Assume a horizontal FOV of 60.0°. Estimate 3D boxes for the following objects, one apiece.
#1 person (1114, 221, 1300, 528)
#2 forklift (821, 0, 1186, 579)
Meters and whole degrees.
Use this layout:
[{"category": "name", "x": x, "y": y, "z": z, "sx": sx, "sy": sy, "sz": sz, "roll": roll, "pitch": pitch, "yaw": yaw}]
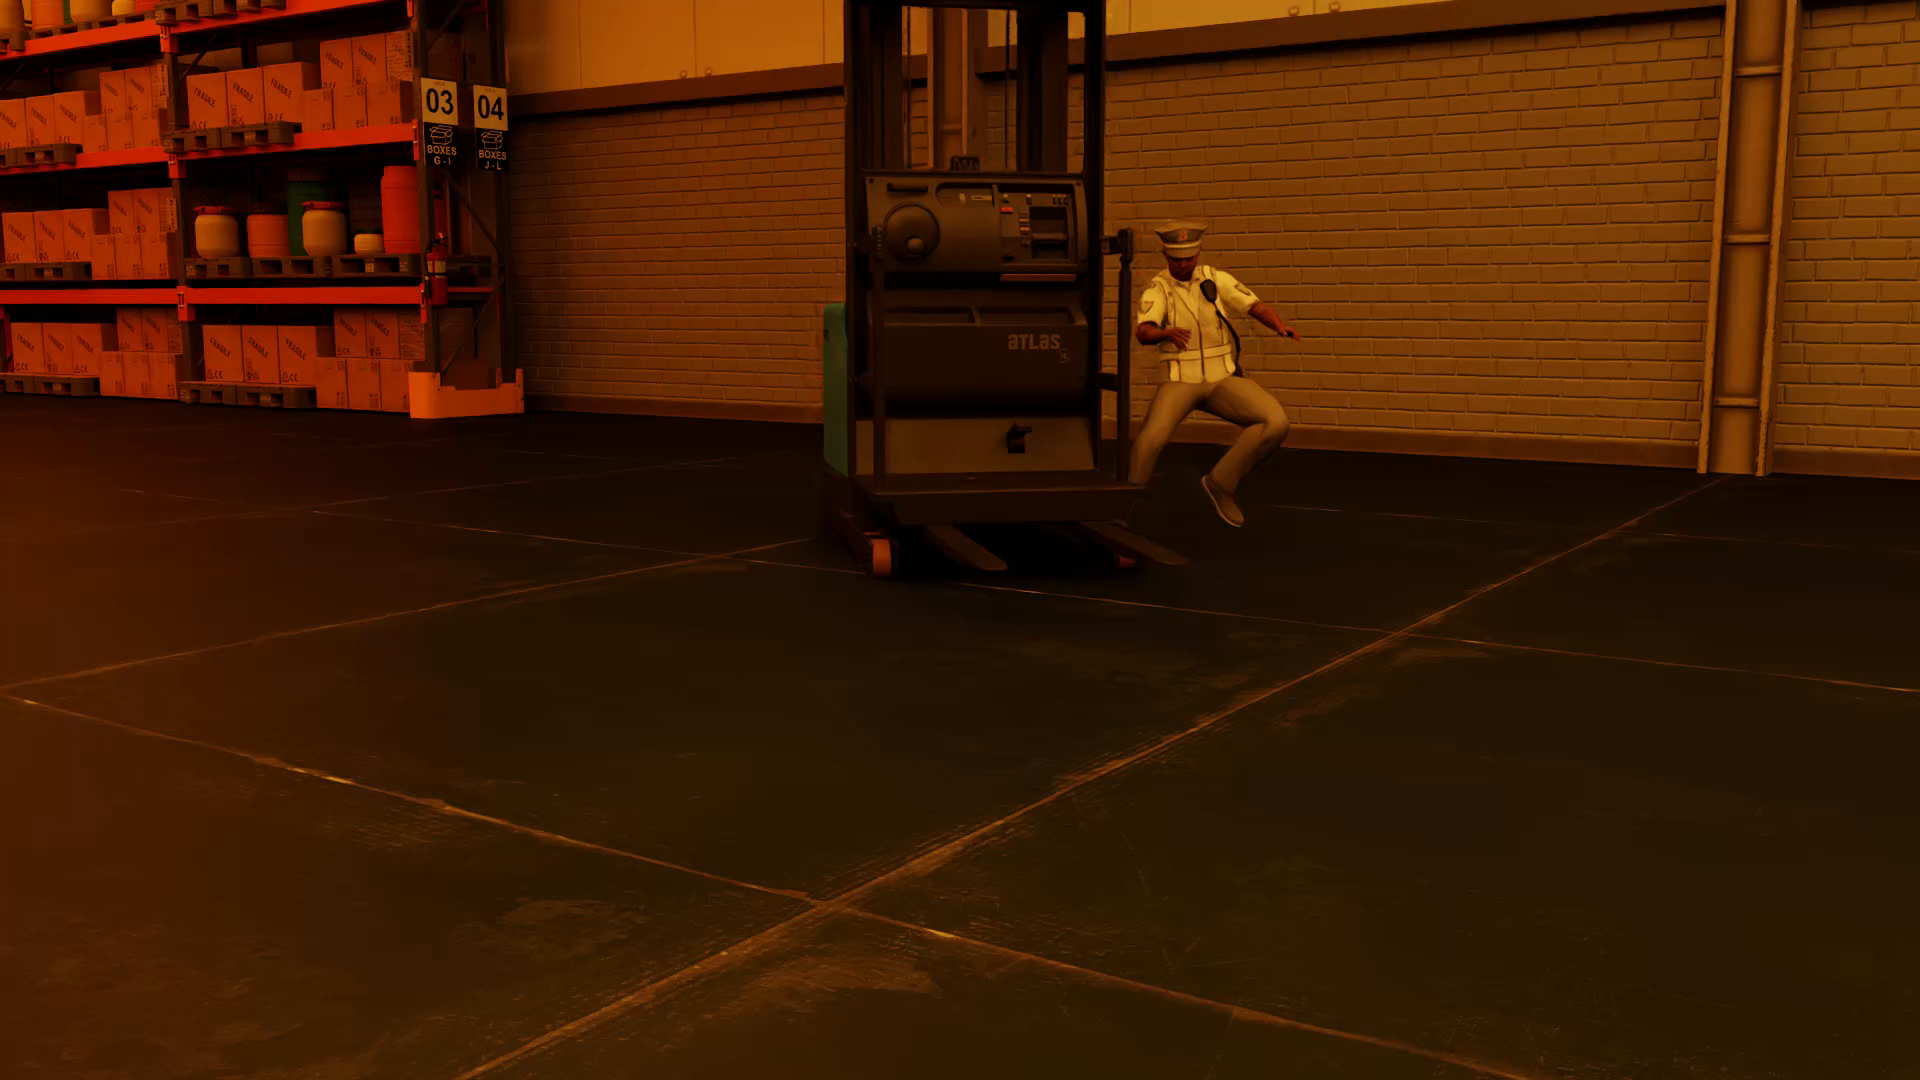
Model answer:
[{"category": "person", "x": 1.083, "y": -0.733, "z": 7.608, "sx": 0.858, "sy": 1.442, "sz": 0.751, "roll": -1, "pitch": 8, "yaw": -4}, {"category": "forklift", "x": 0.116, "y": -1.353, "z": 6.707, "sx": 1.130, "sy": 2.935, "sz": 3.031, "roll": -2, "pitch": 8, "yaw": -11}]
